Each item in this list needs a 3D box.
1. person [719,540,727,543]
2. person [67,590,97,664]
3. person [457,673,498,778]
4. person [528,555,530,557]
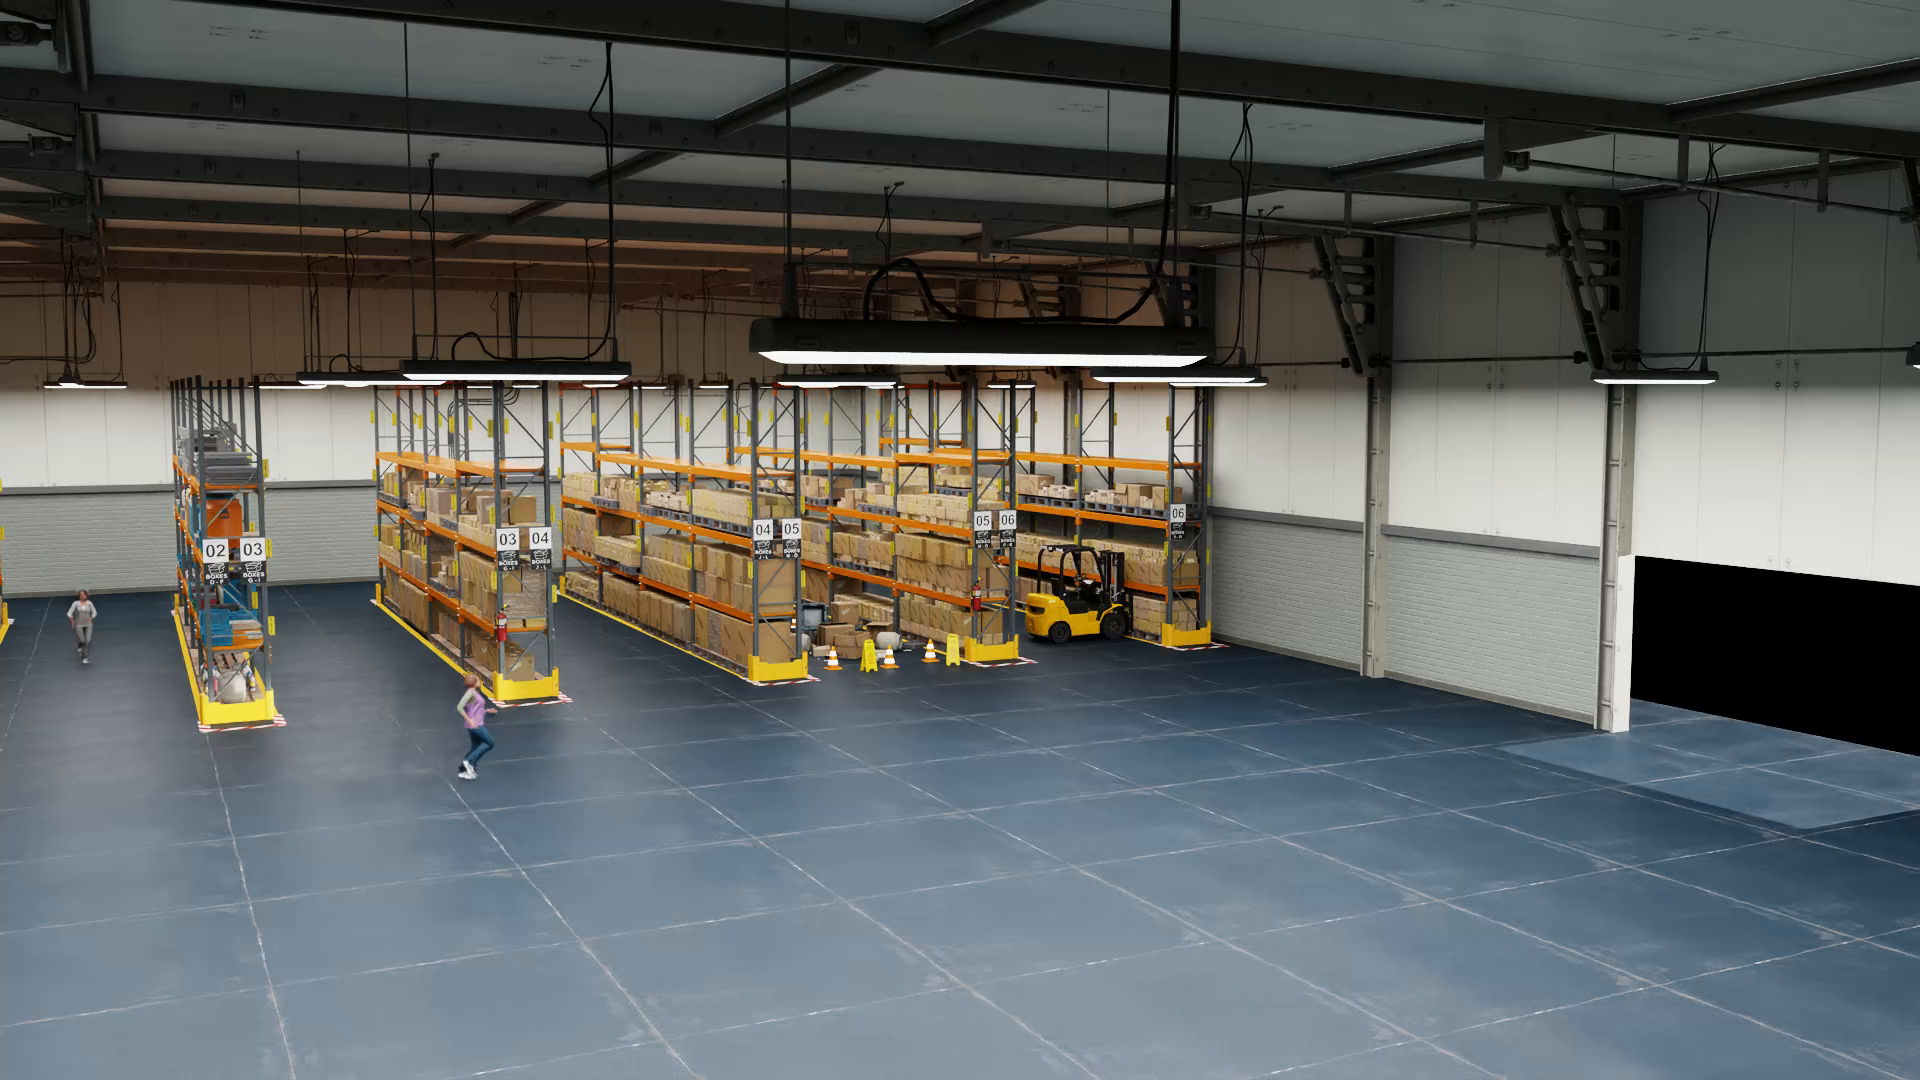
[{"bbox_3d":[-7.251,0.324,50.921,0.928,1.719,0.714,0,5,2],"label":"person"},{"bbox_3d":[-18.543,1.824,35.170,0.549,1.552,0.556,-4,6,-37],"label":"person"},{"bbox_3d":[-7.138,2.746,24.575,0.596,1.562,0.515,-1,5,-13],"label":"person"},{"bbox_3d":[-12.413,0.791,46.593,0.713,1.643,0.759,0,5,-3],"label":"person"}]
